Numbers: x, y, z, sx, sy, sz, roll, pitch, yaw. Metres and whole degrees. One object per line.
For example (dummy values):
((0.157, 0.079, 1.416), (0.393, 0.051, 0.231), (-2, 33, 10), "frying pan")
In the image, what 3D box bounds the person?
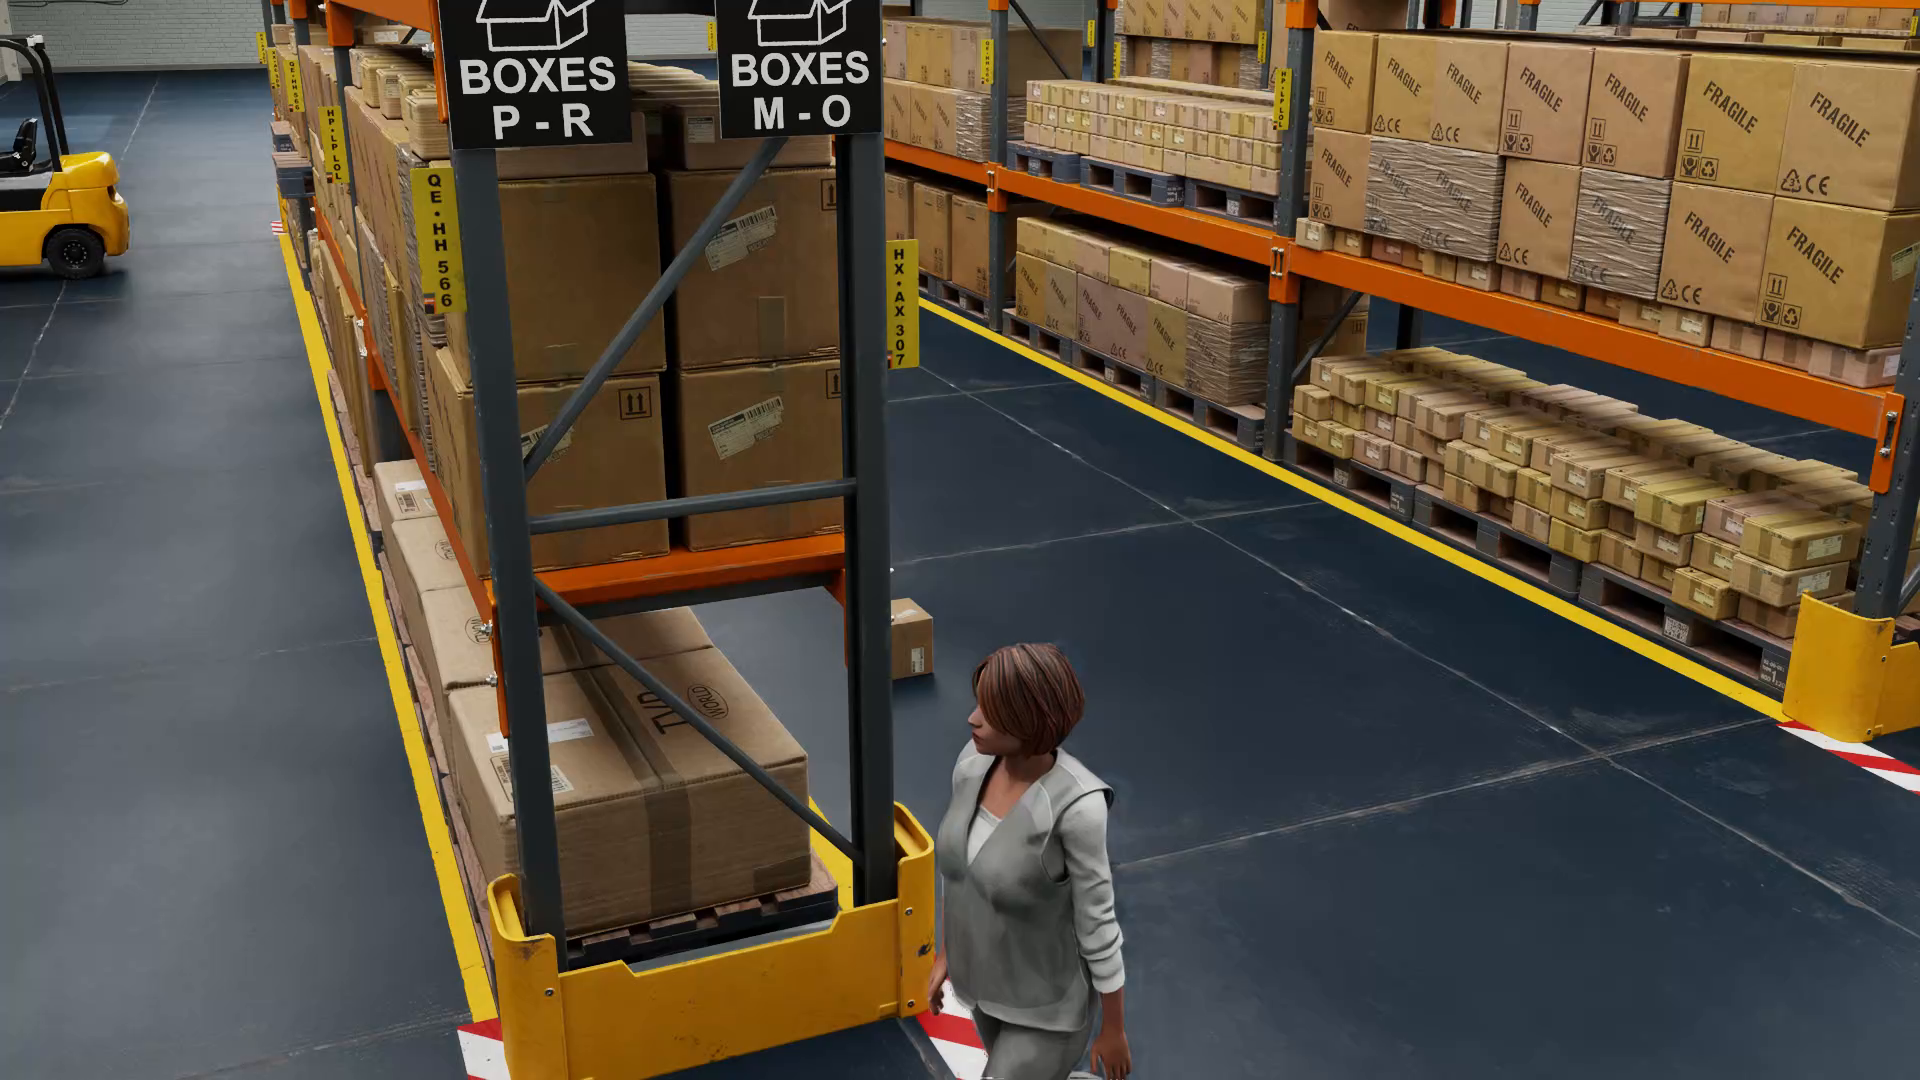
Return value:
((0.143, 0.916, 3.423), (0.920, 1.551, 0.450), (-13, 23, -34), "person")
